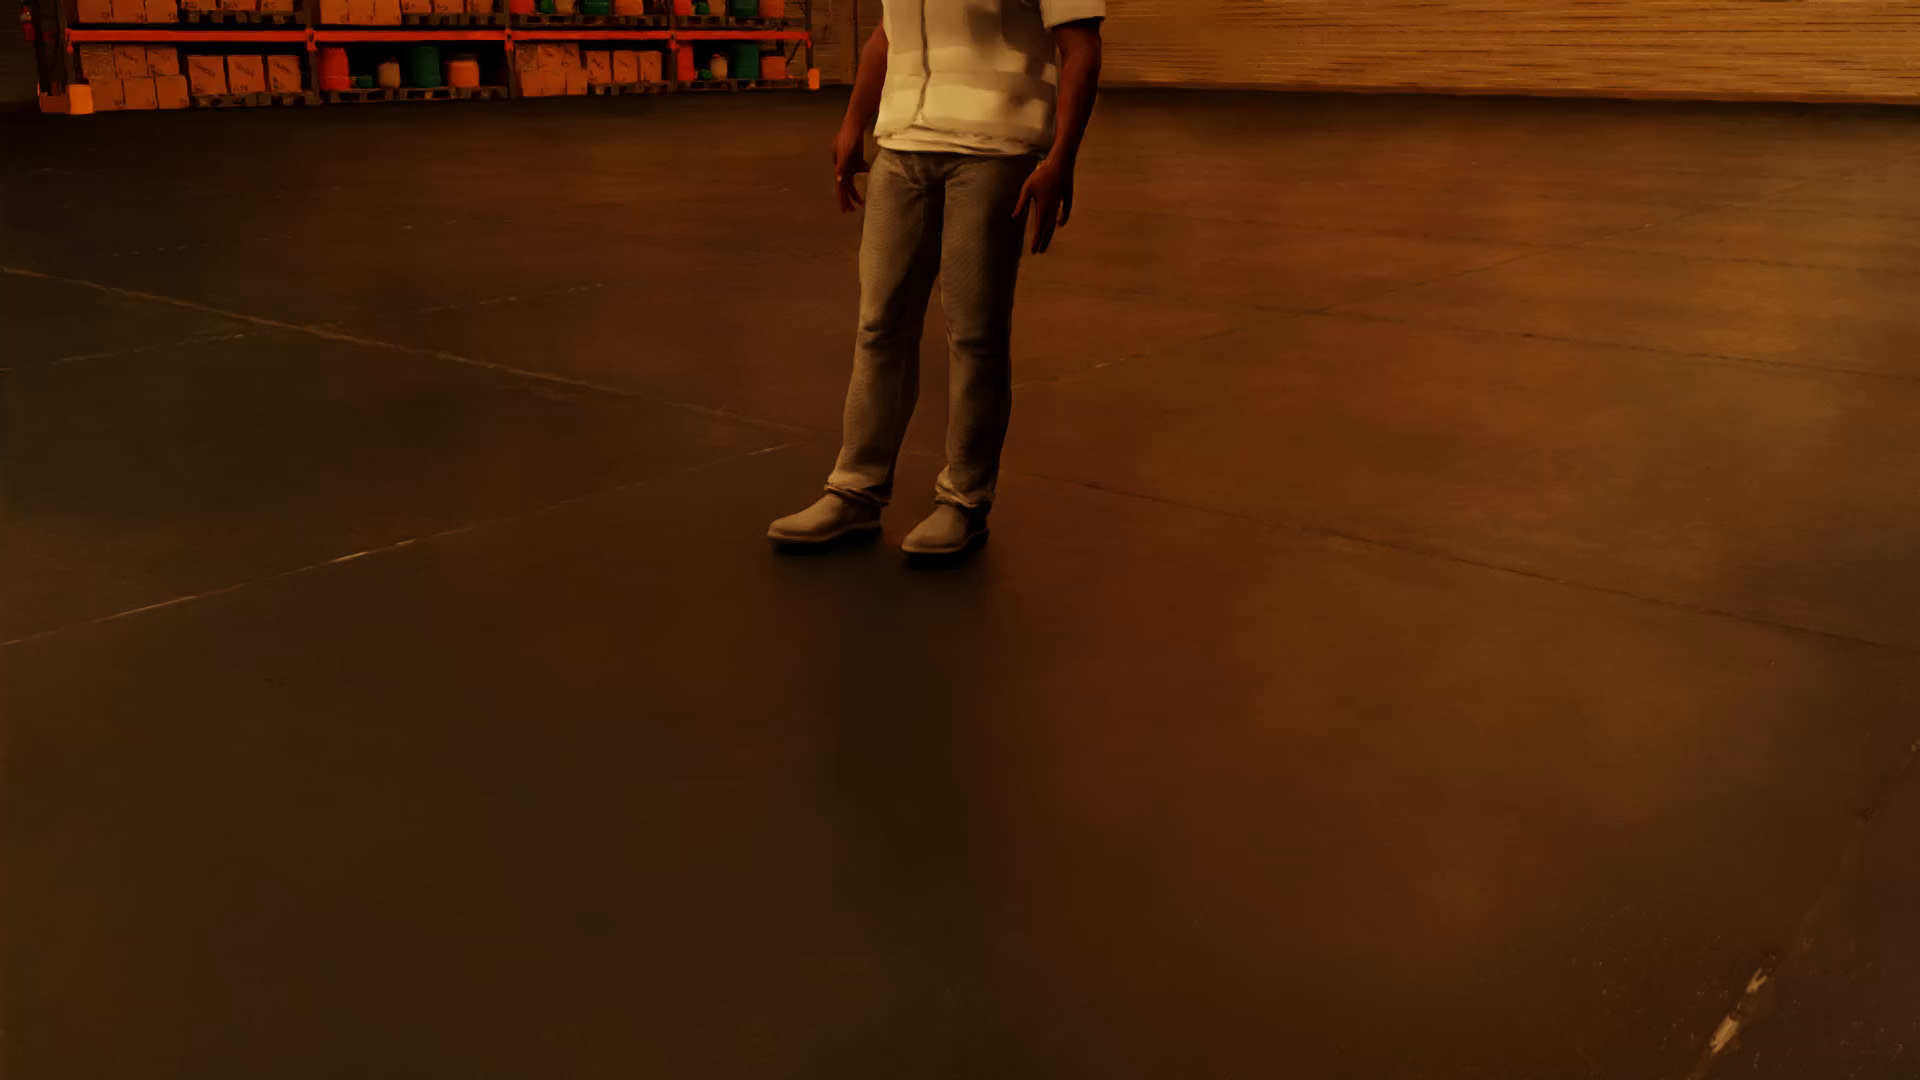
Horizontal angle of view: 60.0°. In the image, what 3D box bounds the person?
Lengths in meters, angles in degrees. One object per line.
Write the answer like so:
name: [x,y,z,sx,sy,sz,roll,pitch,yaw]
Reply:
person: [-0.049,-0.837,3.635,0.644,1.766,0.576,13,21,37]
